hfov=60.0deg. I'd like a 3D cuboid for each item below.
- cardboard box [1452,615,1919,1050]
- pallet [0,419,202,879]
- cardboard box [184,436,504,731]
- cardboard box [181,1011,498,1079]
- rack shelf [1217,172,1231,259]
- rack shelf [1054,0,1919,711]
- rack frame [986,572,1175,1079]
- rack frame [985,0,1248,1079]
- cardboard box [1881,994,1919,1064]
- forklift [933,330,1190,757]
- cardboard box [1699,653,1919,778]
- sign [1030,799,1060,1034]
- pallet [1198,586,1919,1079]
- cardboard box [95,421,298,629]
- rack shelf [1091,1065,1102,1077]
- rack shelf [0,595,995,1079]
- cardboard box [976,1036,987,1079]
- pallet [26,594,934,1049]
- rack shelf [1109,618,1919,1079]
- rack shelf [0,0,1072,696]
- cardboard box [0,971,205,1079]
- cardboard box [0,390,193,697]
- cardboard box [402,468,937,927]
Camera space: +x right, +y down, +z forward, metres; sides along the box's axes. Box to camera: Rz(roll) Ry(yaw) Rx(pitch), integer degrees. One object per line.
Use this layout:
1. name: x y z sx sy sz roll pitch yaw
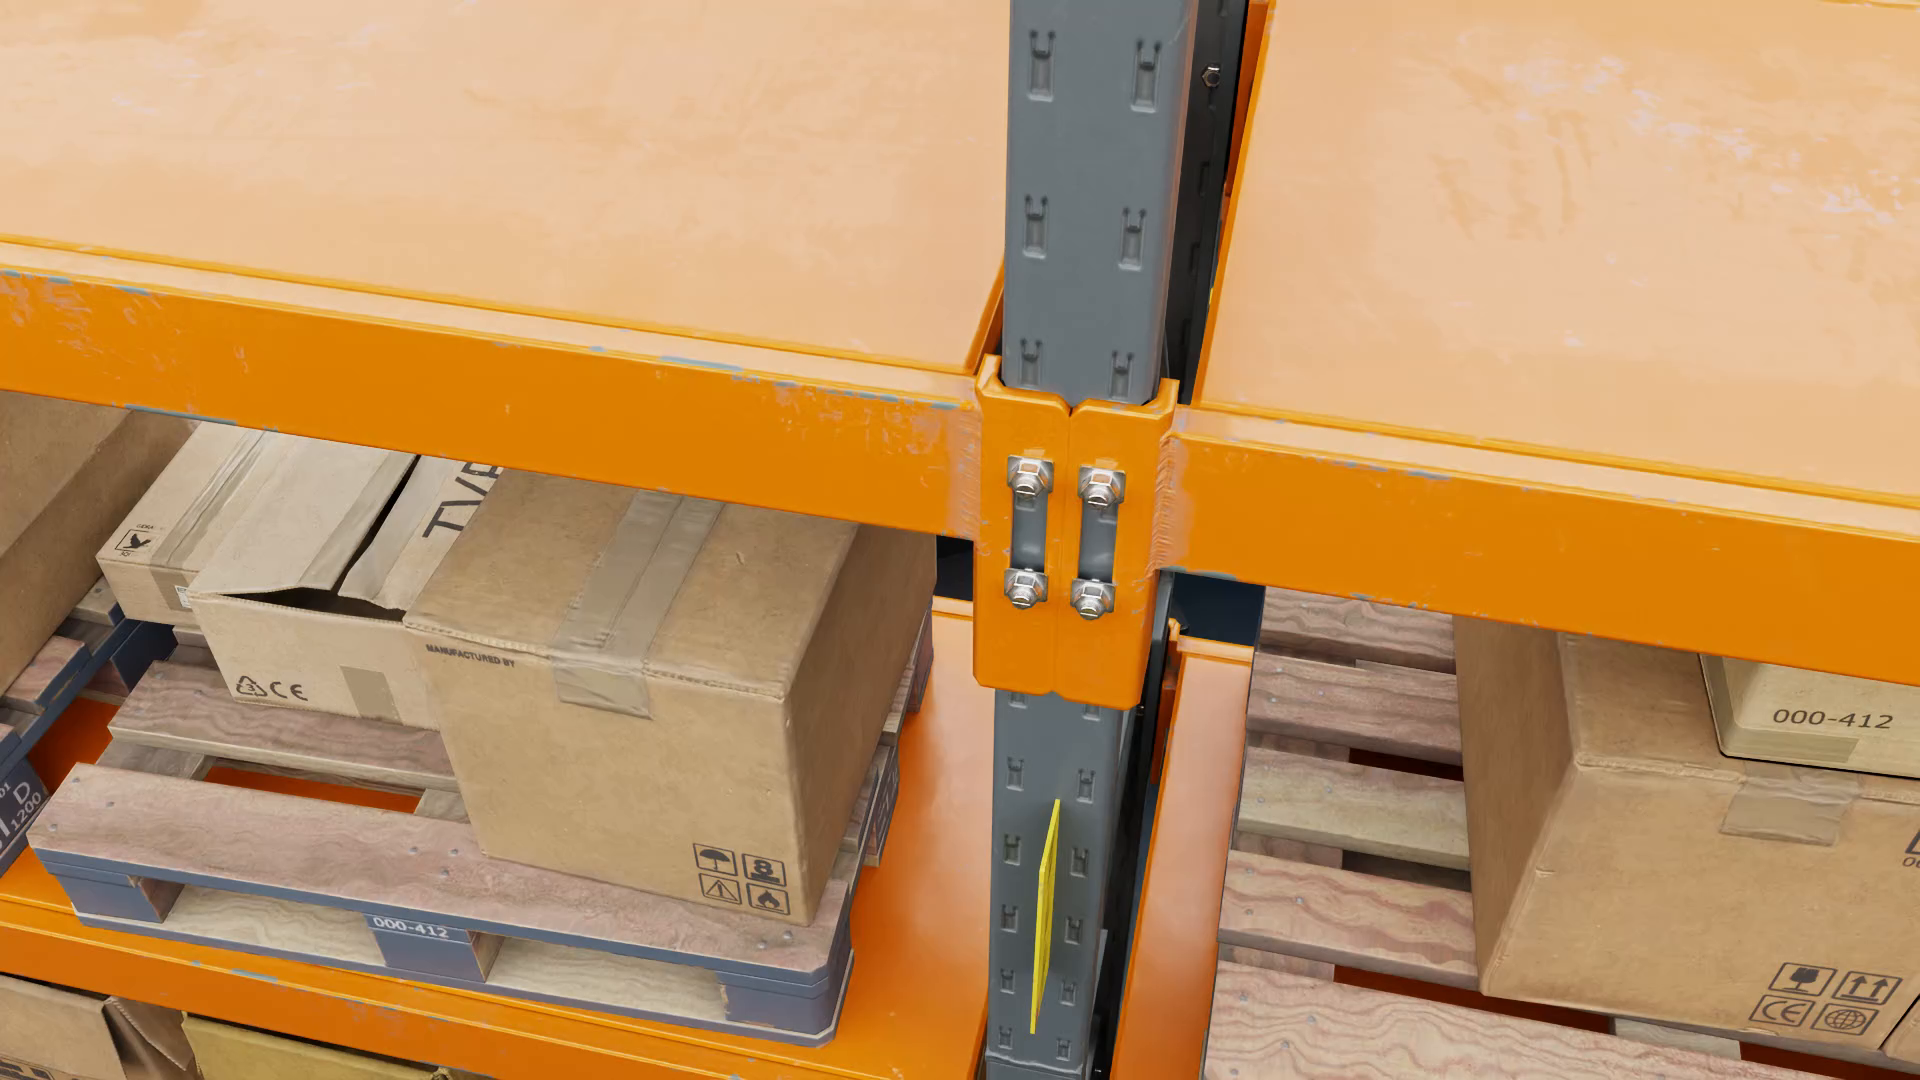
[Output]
1. cardboard box: 0.980 0.207 2.222 0.500 0.500 0.700 6 44 7
2. pallet: -1.968 0.044 2.975 1.213 0.211 1.003 11 45 11
3. cardboard box: -0.847 0.006 2.639 0.500 0.311 0.500 7 44 8
4. cardboard box: -1.089 0.833 3.386 0.637 0.503 0.797 9 45 10
5. rack shelf: -0.667 -1.962 7.605 4.000 0.370 1.077 9 45 9
6. rack shelf: 2.155 -0.022 1.551 4.000 0.370 1.077 9 45 9
7. rack frame: 0.204 1.433 3.558 0.127 3.000 1.000 9 45 9
8. rack frame: 0.204 -0.728 1.478 0.127 3.000 1.000 9 45 9
9. cardboard box: 1.504 0.291 2.134 0.500 0.500 0.700 11 45 11
10. forklift: 0.212 -0.650 5.771 1.130 2.935 3.031 -14 46 -14
11. cardboard box: 1.120 0.006 1.890 0.500 0.250 0.500 6 44 6
12. sign: 0.095 0.422 1.846 0.005 0.325 0.100 9 45 9
13. pallet: 1.000 0.515 2.413 1.213 0.211 1.003 9 45 9
14. cardboard box: -1.217 -0.035 2.799 0.250 0.149 0.380 7 44 7
15. rack shelf: 2.155 1.995 3.493 4.000 0.370 1.077 9 45 9
16. rack shelf: -1.748 0.309 3.082 4.000 0.370 1.077 9 45 9
17. cardboard box: -0.191 1.158 3.771 0.500 0.500 0.500 9 45 9
18. pallet: -0.702 0.316 2.694 1.217 0.209 0.805 7 44 7
19. rack shelf: 2.155 0.915 2.453 4.000 0.370 1.077 9 45 9
20. rack shelf: -1.748 -0.628 2.180 4.000 0.370 1.077 9 45 9
21. cardboard box: -1.699 0.749 3.473 0.637 0.503 0.797 10 45 10
22. cardboard box: -1.702 -0.147 2.659 0.637 0.503 0.797 8 45 8
23. cardboard box: -0.365 0.084 2.422 0.500 0.500 0.700 10 45 10
